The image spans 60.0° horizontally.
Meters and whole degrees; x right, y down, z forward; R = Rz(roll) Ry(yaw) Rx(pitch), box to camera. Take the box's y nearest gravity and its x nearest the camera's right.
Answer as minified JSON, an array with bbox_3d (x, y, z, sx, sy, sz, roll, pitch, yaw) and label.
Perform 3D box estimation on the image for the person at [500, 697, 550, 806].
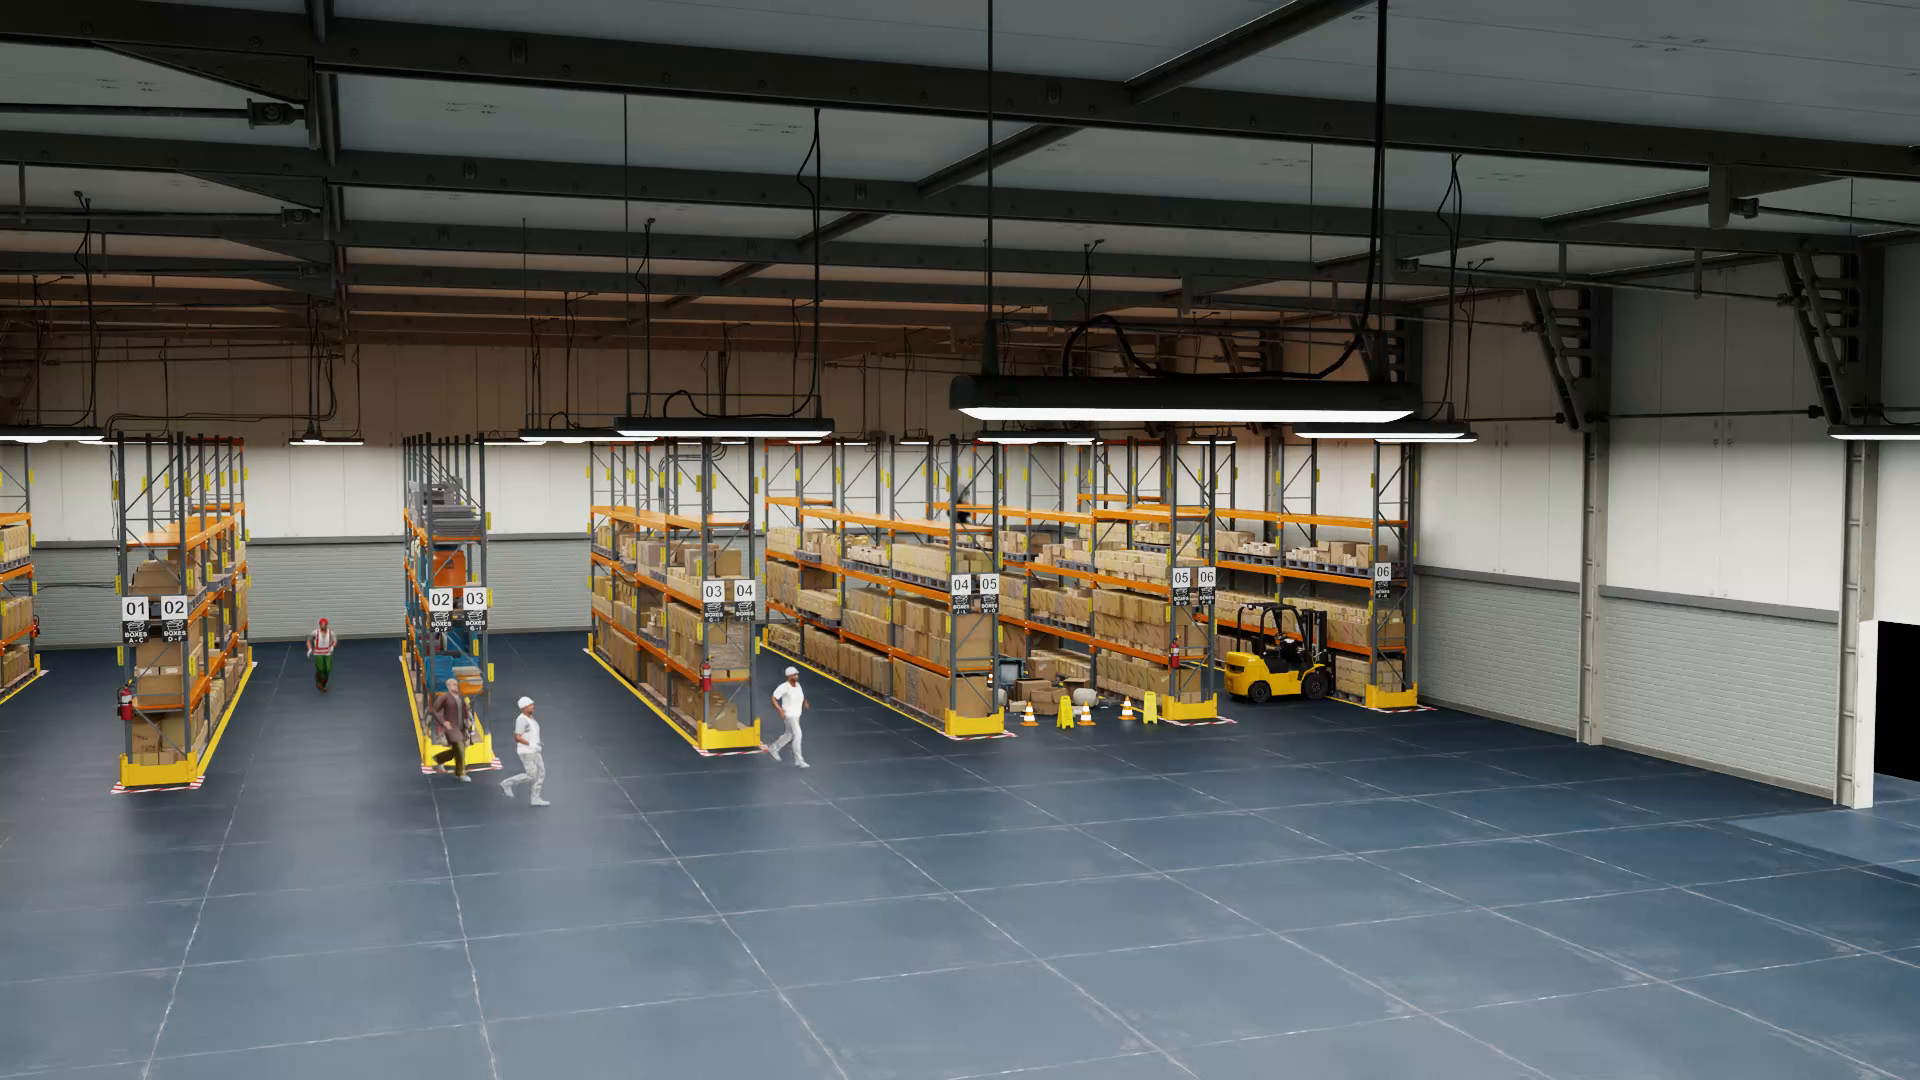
[{"bbox_3d":[-6.917,3.379,26.575,0.711,1.753,0.682,0,3,-2],"label":"person"}]

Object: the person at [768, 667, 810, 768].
[{"bbox_3d":[-3.055,3.158,29.866,0.907,1.781,0.699,1,3,23],"label":"person"}]

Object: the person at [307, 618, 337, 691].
[{"bbox_3d":[-14.873,2.690,38.832,0.659,1.736,0.676,-2,4,-33],"label":"person"}]

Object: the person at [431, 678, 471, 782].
[{"bbox_3d":[-8.781,3.222,28.720,0.841,1.672,0.757,1,3,21],"label":"person"}]

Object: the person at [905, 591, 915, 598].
[{"bbox_3d":[-1.589,2.063,51.177,0.527,1.599,0.607,-1,3,-20],"label":"person"}]
